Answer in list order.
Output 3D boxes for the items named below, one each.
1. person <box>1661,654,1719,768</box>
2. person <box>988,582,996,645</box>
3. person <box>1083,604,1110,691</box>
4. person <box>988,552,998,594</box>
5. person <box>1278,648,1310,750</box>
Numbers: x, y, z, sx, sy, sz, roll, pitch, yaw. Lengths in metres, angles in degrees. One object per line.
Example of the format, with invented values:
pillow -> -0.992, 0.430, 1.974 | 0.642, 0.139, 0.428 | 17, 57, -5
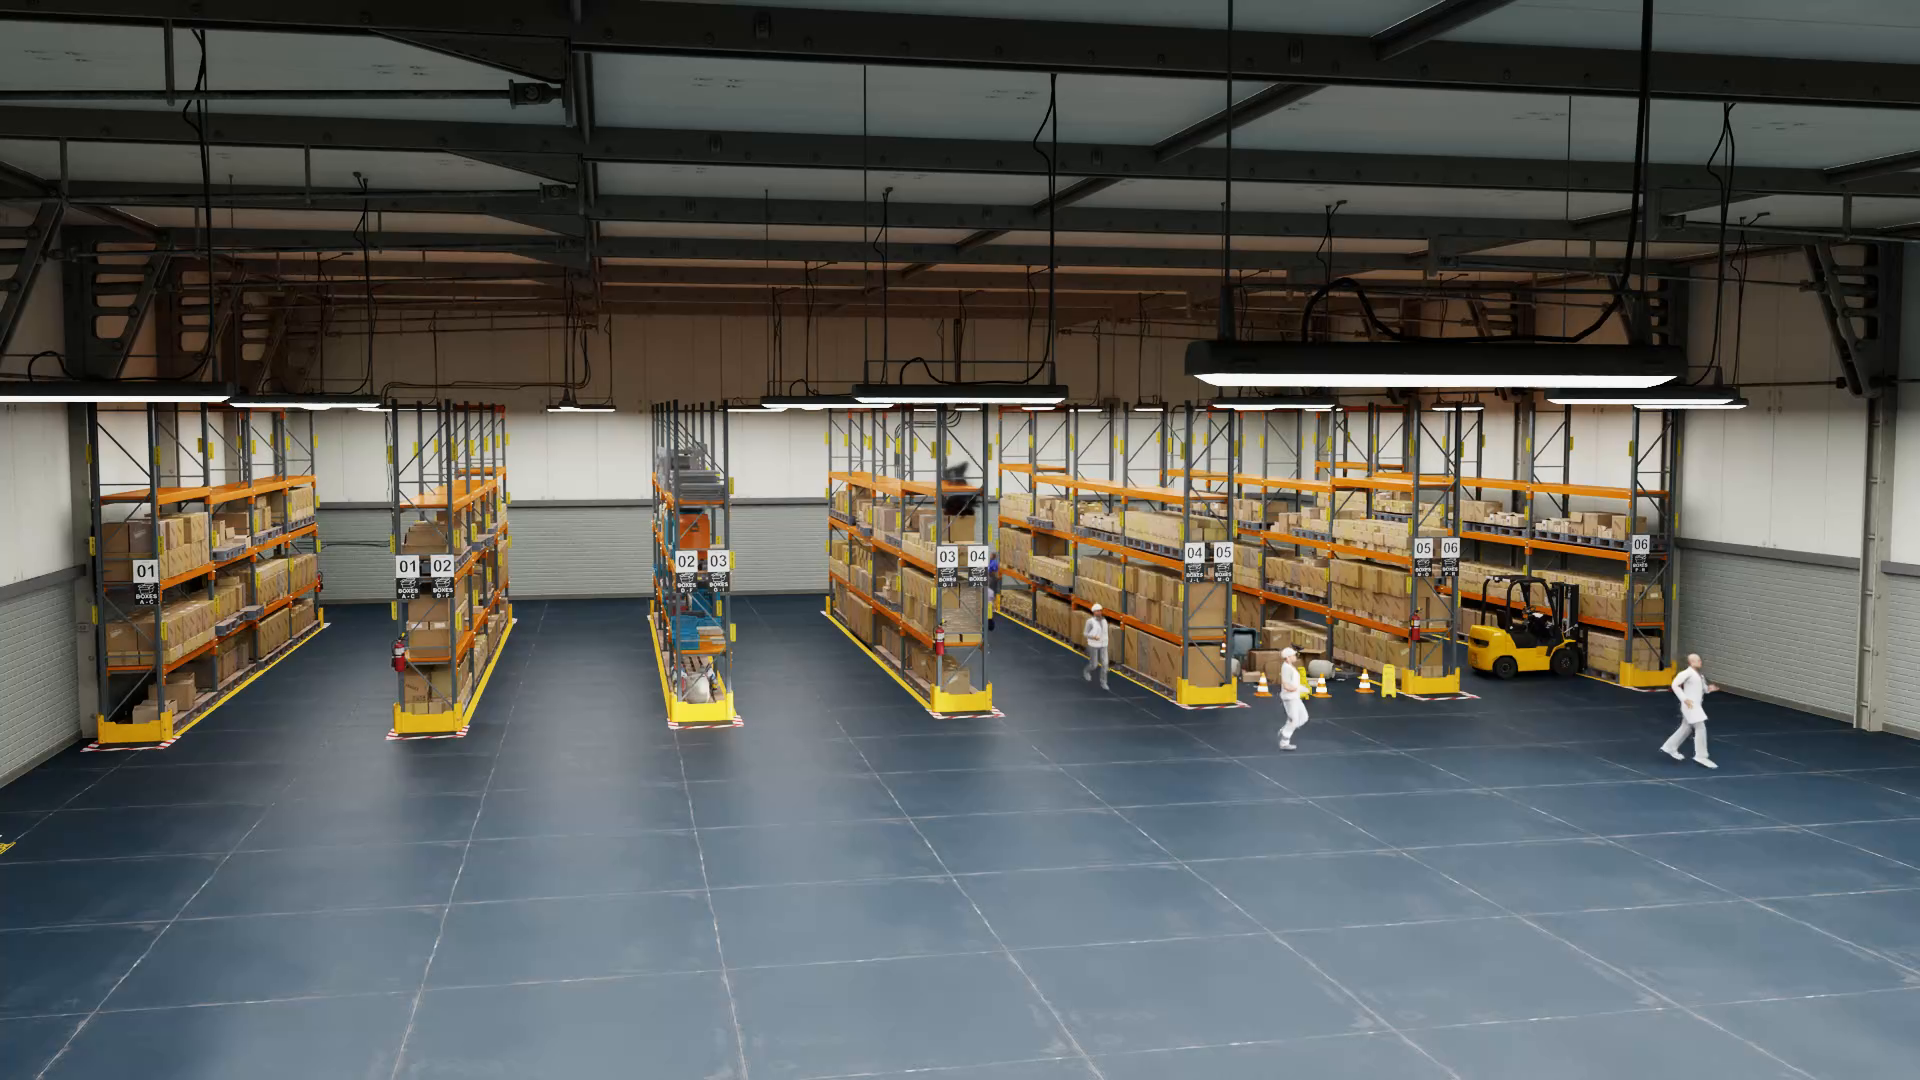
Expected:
person -> 11.964, 2.769, 27.222 | 0.893, 1.823, 0.699 | 3, 5, 33
person -> 0.624, 1.792, 41.559 | 0.599, 1.598, 0.688 | -2, 5, -20
person -> 2.879, 2.221, 34.851 | 0.661, 1.777, 0.922 | -2, 5, -23
person -> 0.942, 1.185, 49.714 | 0.609, 1.642, 0.591 | -2, 5, -26
person -> 5.700, 2.704, 28.345 | 0.580, 1.741, 0.644 | 2, 5, 20
